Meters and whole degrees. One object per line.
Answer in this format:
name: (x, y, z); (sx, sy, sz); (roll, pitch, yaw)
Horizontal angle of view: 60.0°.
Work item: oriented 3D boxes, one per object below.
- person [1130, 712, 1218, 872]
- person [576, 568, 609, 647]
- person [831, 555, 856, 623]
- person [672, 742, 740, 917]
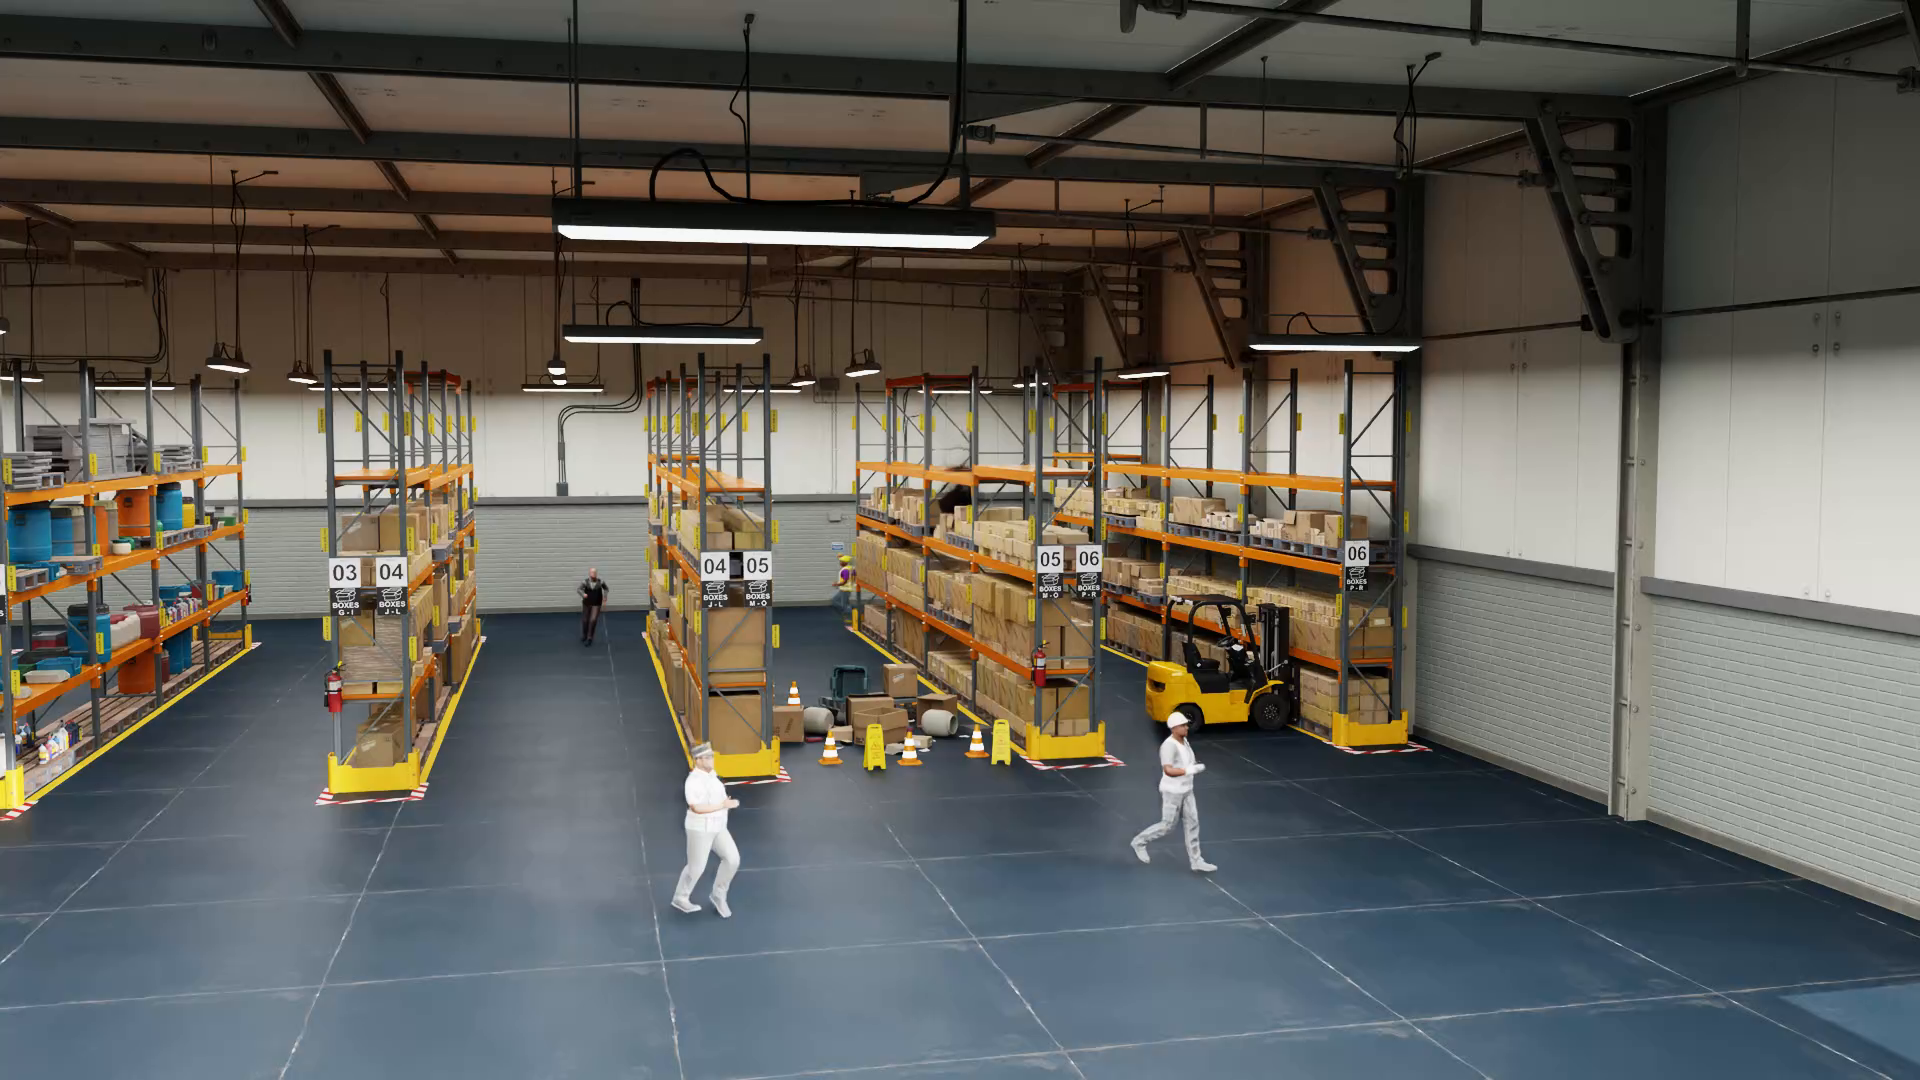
person: (2.400, 2.794, 18.545); (0.994, 1.761, 0.695); (2, 5, 29)
person: (-8.357, 1.485, 37.787); (0.696, 1.693, 0.862); (0, 4, -6)
person: (-2.904, 1.236, 41.652); (0.637, 1.715, 0.686); (0, 4, -5)
person: (-2.563, 2.955, 16.868); (0.756, 1.841, 0.635); (2, 4, 23)
